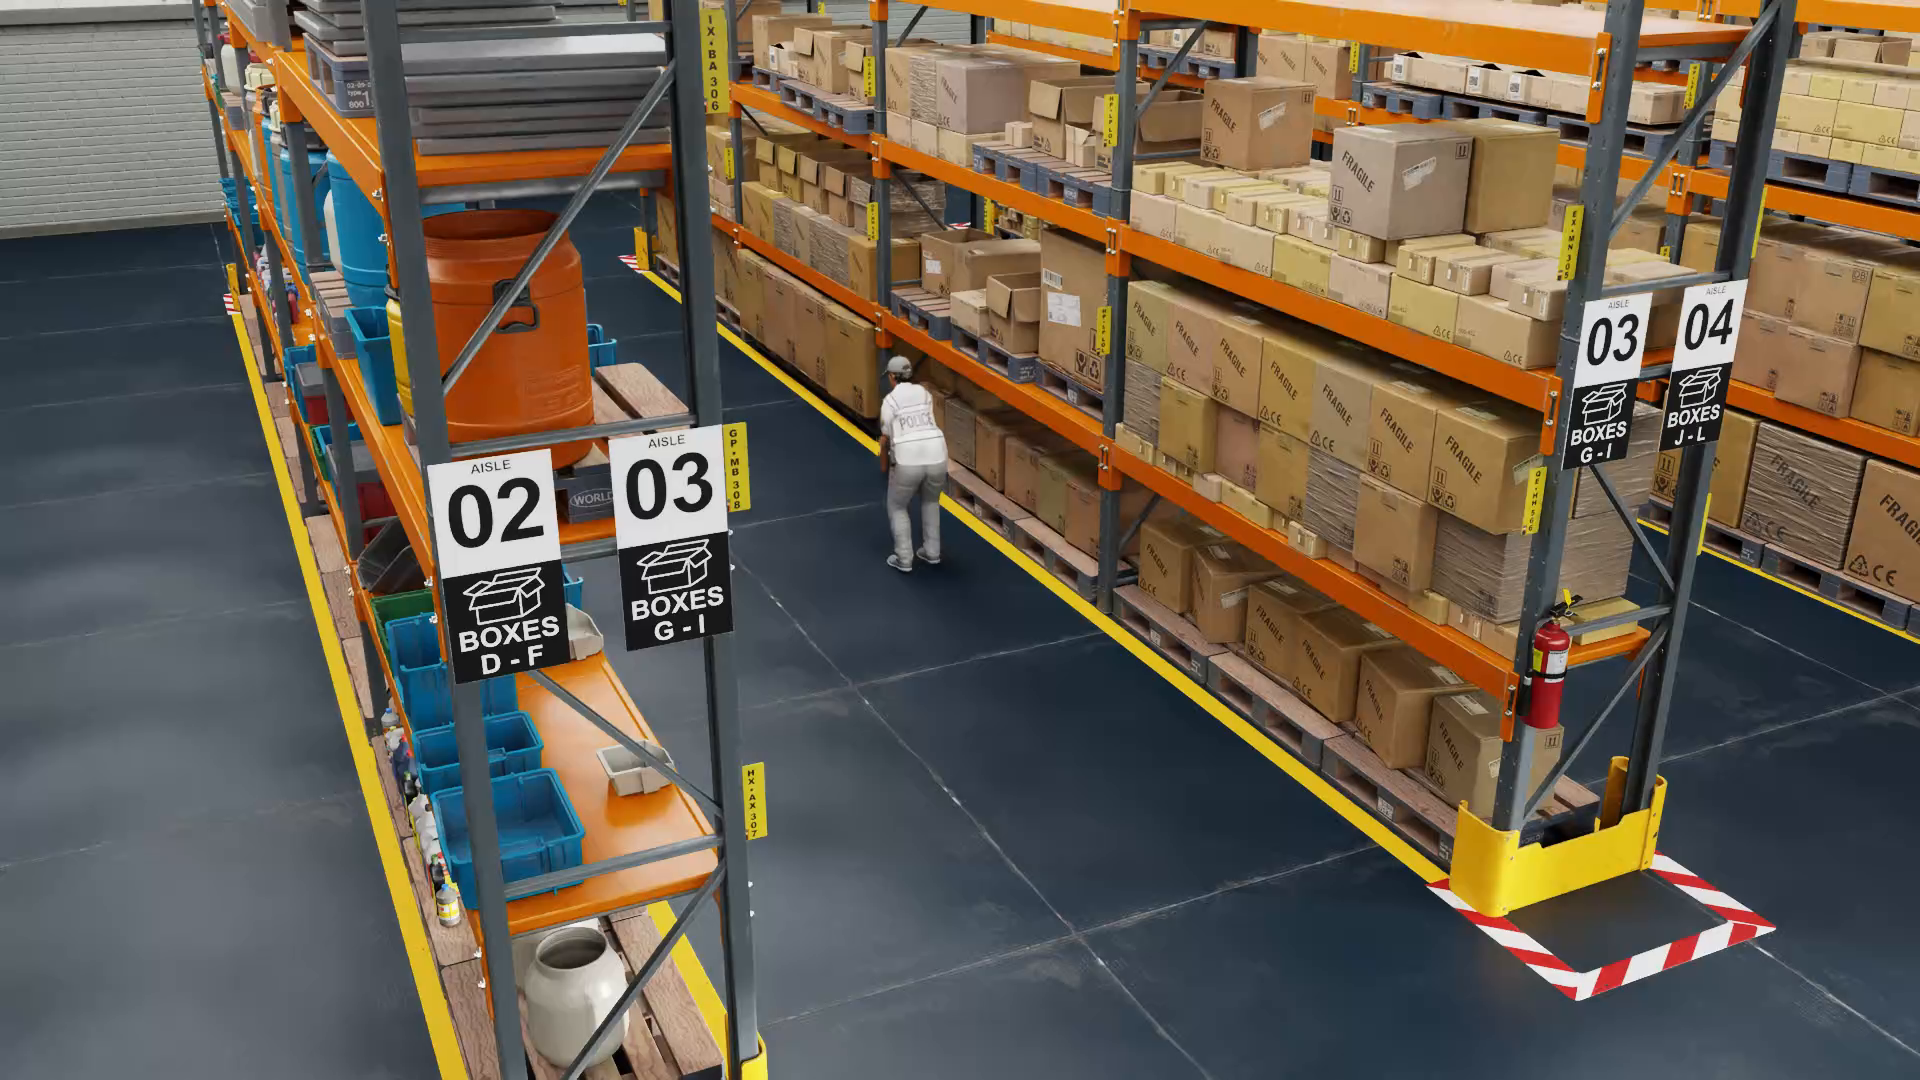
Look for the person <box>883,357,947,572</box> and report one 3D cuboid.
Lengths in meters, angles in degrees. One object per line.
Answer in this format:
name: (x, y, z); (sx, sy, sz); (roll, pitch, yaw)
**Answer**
person: (-0.355, -0.594, 12.459); (0.454, 1.655, 0.541); (-10, 24, -23)
